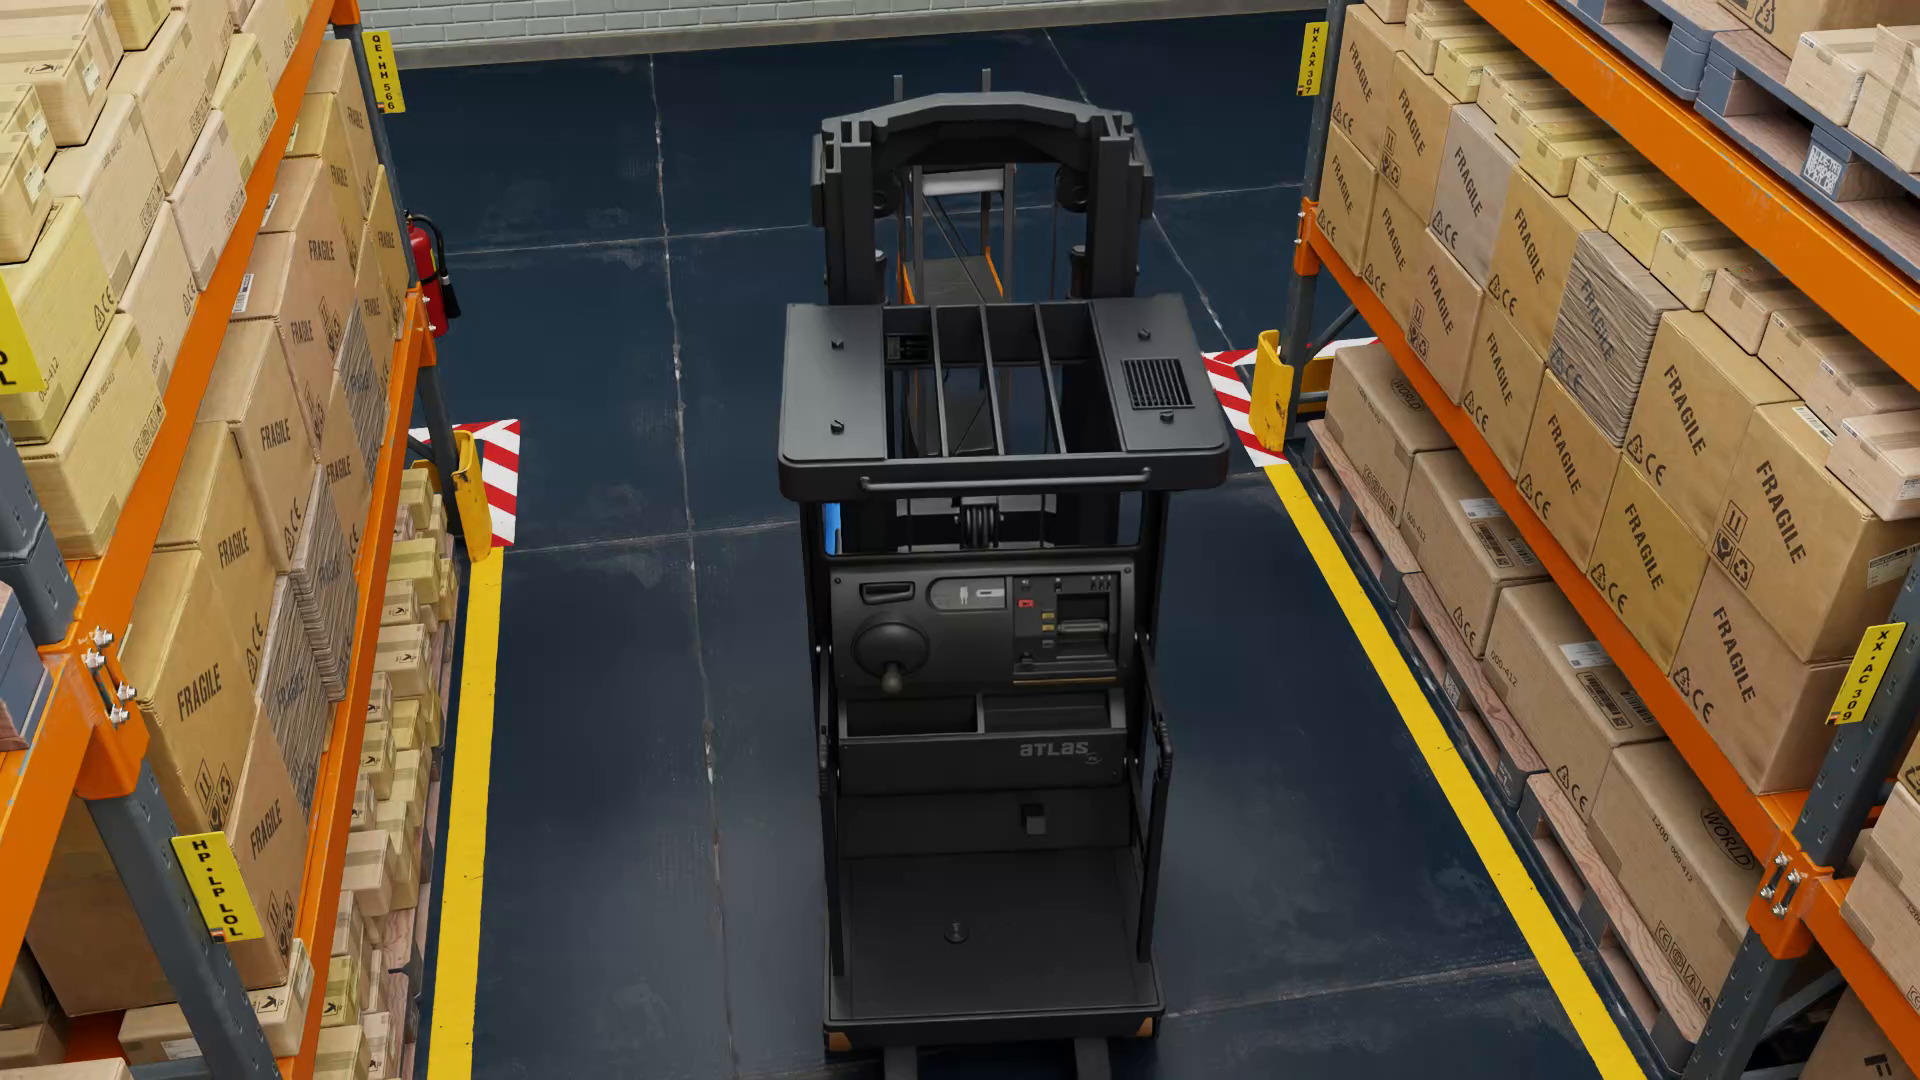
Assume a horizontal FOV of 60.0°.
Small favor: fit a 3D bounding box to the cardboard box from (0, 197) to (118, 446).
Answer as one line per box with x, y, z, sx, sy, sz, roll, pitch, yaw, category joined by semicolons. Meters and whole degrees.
-1.924;-0.400;3.089;0.500;0.250;0.500;-5;38;-6;cardboard box

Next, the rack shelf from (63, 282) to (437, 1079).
-2.426;0.316;5.485;1.077;0.370;4.000;-6;38;-8;rack shelf

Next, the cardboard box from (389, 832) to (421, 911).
-2.090;1.166;5.786;0.380;0.149;0.250;-7;38;-9;cardboard box

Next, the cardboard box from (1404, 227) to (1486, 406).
2.068;-0.877;6.352;0.500;0.500;0.500;-6;38;-8;cardboard box

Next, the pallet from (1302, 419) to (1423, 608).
2.296;-0.194;7.828;1.003;0.211;1.213;-6;38;-8;pallet

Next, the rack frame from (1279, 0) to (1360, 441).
2.079;-1.770;7.583;1.000;3.000;0.127;-6;38;-8;rack frame

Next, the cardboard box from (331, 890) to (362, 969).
-2.083;1.259;5.181;0.380;0.149;0.250;-7;38;-9;cardboard box

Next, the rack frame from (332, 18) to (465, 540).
-2.777;-1.177;6.819;1.000;3.000;0.127;-6;38;-8;rack frame

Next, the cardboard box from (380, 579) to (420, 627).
-2.293;0.305;6.409;0.380;0.149;0.250;-8;39;-10;cardboard box

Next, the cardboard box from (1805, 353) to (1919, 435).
2.473;-0.367;4.353;0.380;0.149;0.250;-5;38;-7;cardboard box

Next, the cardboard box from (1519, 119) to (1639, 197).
2.099;-1.275;5.521;0.380;0.149;0.250;-7;38;-9;cardboard box

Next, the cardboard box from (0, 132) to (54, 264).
-1.903;-0.611;3.036;0.380;0.149;0.250;-8;39;-10;cardboard box

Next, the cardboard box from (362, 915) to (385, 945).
-2.104;1.210;5.486;0.380;0.149;0.250;-5;38;-6;cardboard box

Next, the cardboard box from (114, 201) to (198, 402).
-1.994;-0.495;3.620;0.500;0.250;0.500;-7;38;-9;cardboard box

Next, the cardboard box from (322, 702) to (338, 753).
-2.042;0.505;4.860;0.380;0.149;0.250;-6;38;-7;cardboard box

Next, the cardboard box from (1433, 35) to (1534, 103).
1.981;-1.739;6.119;0.380;0.149;0.250;-7;38;-9;cardboard box

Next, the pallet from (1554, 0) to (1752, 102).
2.437;-1.734;5.164;1.003;0.211;1.213;-6;38;-8;pallet

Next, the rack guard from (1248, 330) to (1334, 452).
2.075;-0.797;8.369;1.175;0.500;0.348;-6;38;-8;rack guard

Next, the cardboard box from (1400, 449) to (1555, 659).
2.462;0.016;7.031;0.875;0.438;0.875;-5;38;-7;cardboard box

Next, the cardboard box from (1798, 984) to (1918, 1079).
2.968;1.685;4.526;0.875;0.875;0.875;-5;38;-7;cardboard box

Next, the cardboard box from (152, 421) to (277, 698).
-2.021;0.077;4.066;0.500;0.500;0.500;-7;38;-9;cardboard box

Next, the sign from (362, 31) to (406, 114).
-2.227;-1.806;6.429;0.100;0.325;0.005;-6;38;-8;sign

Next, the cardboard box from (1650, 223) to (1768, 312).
2.298;-0.817;4.932;0.380;0.149;0.250;-7;38;-8;cardboard box

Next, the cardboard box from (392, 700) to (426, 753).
-2.180;0.736;6.097;0.380;0.149;0.250;-4;38;-6;cardboard box

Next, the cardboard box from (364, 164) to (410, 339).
-2.445;-1.090;6.384;0.500;0.500;0.500;-5;38;-7;cardboard box

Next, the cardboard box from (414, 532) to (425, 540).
-2.410;0.118;6.892;0.380;0.149;0.250;-7;38;-9;cardboard box

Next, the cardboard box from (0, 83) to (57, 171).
-2.003;-0.756;3.223;0.380;0.149;0.250;-7;38;-8;cardboard box

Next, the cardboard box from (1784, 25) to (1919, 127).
2.307;-1.156;4.129;0.380;0.149;0.250;-5;38;-7;cardboard box

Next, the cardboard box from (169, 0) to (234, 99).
-2.191;-1.324;4.279;0.500;0.250;0.500;-8;39;-10;cardboard box

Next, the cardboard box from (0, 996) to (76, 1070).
-2.356;1.191;3.976;0.380;0.149;0.250;-7;38;-8;cardboard box

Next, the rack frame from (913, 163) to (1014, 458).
0.014;-0.782;7.045;0.400;2.100;0.015;-6;38;-8;rack frame

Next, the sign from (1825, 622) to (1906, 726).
2.234;0.333;4.106;0.100;0.325;0.005;-6;38;-8;sign

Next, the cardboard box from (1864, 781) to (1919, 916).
2.580;0.804;3.985;0.500;0.250;0.500;-7;38;-9;cardboard box

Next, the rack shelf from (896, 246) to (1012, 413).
-0.029;-0.918;7.243;0.431;0.518;0.480;-6;38;-8;rack shelf

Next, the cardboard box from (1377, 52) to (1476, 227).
1.980;-1.572;6.433;0.500;0.500;0.500;-7;38;-9;cardboard box

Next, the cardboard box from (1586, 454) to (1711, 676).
2.352;0.044;5.167;0.500;0.500;0.500;-7;38;-9;cardboard box

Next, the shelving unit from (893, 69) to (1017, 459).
-0.029;-0.929;7.235;0.431;2.100;0.503;-6;38;-8;shelving unit

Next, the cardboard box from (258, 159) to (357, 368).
-2.263;-0.860;5.272;0.500;0.500;0.500;-4;38;-6;cardboard box

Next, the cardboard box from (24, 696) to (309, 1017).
-1.914;0.756;4.008;0.500;0.500;0.500;-7;38;-9;cardboard box

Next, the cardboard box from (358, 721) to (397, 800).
-2.181;0.787;5.788;0.380;0.149;0.250;-6;38;-8;cardboard box

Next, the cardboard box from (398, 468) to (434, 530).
-2.434;-0.159;7.006;0.380;0.149;0.250;-6;38;-7;cardboard box

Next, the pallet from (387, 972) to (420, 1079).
-2.228;1.939;5.082;1.003;0.211;1.213;-6;38;-8;pallet

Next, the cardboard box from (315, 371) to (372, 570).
-2.184;-0.171;5.201;0.500;0.500;0.500;-4;38;-6;cardboard box

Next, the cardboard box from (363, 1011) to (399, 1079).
-1.964;1.640;5.176;0.380;0.149;0.250;-6;38;-8;cardboard box

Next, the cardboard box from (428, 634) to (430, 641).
-2.373;0.392;6.782;0.380;0.149;0.250;-6;38;-8;cardboard box

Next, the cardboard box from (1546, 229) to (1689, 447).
2.246;-0.657;5.255;0.500;0.500;0.500;-6;38;-7;cardboard box

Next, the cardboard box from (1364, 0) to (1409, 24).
1.869;-2.216;6.733;0.380;0.149;0.250;-5;38;-7;cardboard box

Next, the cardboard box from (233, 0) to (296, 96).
-2.266;-1.447;4.845;0.500;0.250;0.500;-5;38;-6;cardboard box

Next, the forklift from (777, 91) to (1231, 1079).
0.086;0.336;4.928;1.130;2.935;3.031;-2;38;-3;forklift
